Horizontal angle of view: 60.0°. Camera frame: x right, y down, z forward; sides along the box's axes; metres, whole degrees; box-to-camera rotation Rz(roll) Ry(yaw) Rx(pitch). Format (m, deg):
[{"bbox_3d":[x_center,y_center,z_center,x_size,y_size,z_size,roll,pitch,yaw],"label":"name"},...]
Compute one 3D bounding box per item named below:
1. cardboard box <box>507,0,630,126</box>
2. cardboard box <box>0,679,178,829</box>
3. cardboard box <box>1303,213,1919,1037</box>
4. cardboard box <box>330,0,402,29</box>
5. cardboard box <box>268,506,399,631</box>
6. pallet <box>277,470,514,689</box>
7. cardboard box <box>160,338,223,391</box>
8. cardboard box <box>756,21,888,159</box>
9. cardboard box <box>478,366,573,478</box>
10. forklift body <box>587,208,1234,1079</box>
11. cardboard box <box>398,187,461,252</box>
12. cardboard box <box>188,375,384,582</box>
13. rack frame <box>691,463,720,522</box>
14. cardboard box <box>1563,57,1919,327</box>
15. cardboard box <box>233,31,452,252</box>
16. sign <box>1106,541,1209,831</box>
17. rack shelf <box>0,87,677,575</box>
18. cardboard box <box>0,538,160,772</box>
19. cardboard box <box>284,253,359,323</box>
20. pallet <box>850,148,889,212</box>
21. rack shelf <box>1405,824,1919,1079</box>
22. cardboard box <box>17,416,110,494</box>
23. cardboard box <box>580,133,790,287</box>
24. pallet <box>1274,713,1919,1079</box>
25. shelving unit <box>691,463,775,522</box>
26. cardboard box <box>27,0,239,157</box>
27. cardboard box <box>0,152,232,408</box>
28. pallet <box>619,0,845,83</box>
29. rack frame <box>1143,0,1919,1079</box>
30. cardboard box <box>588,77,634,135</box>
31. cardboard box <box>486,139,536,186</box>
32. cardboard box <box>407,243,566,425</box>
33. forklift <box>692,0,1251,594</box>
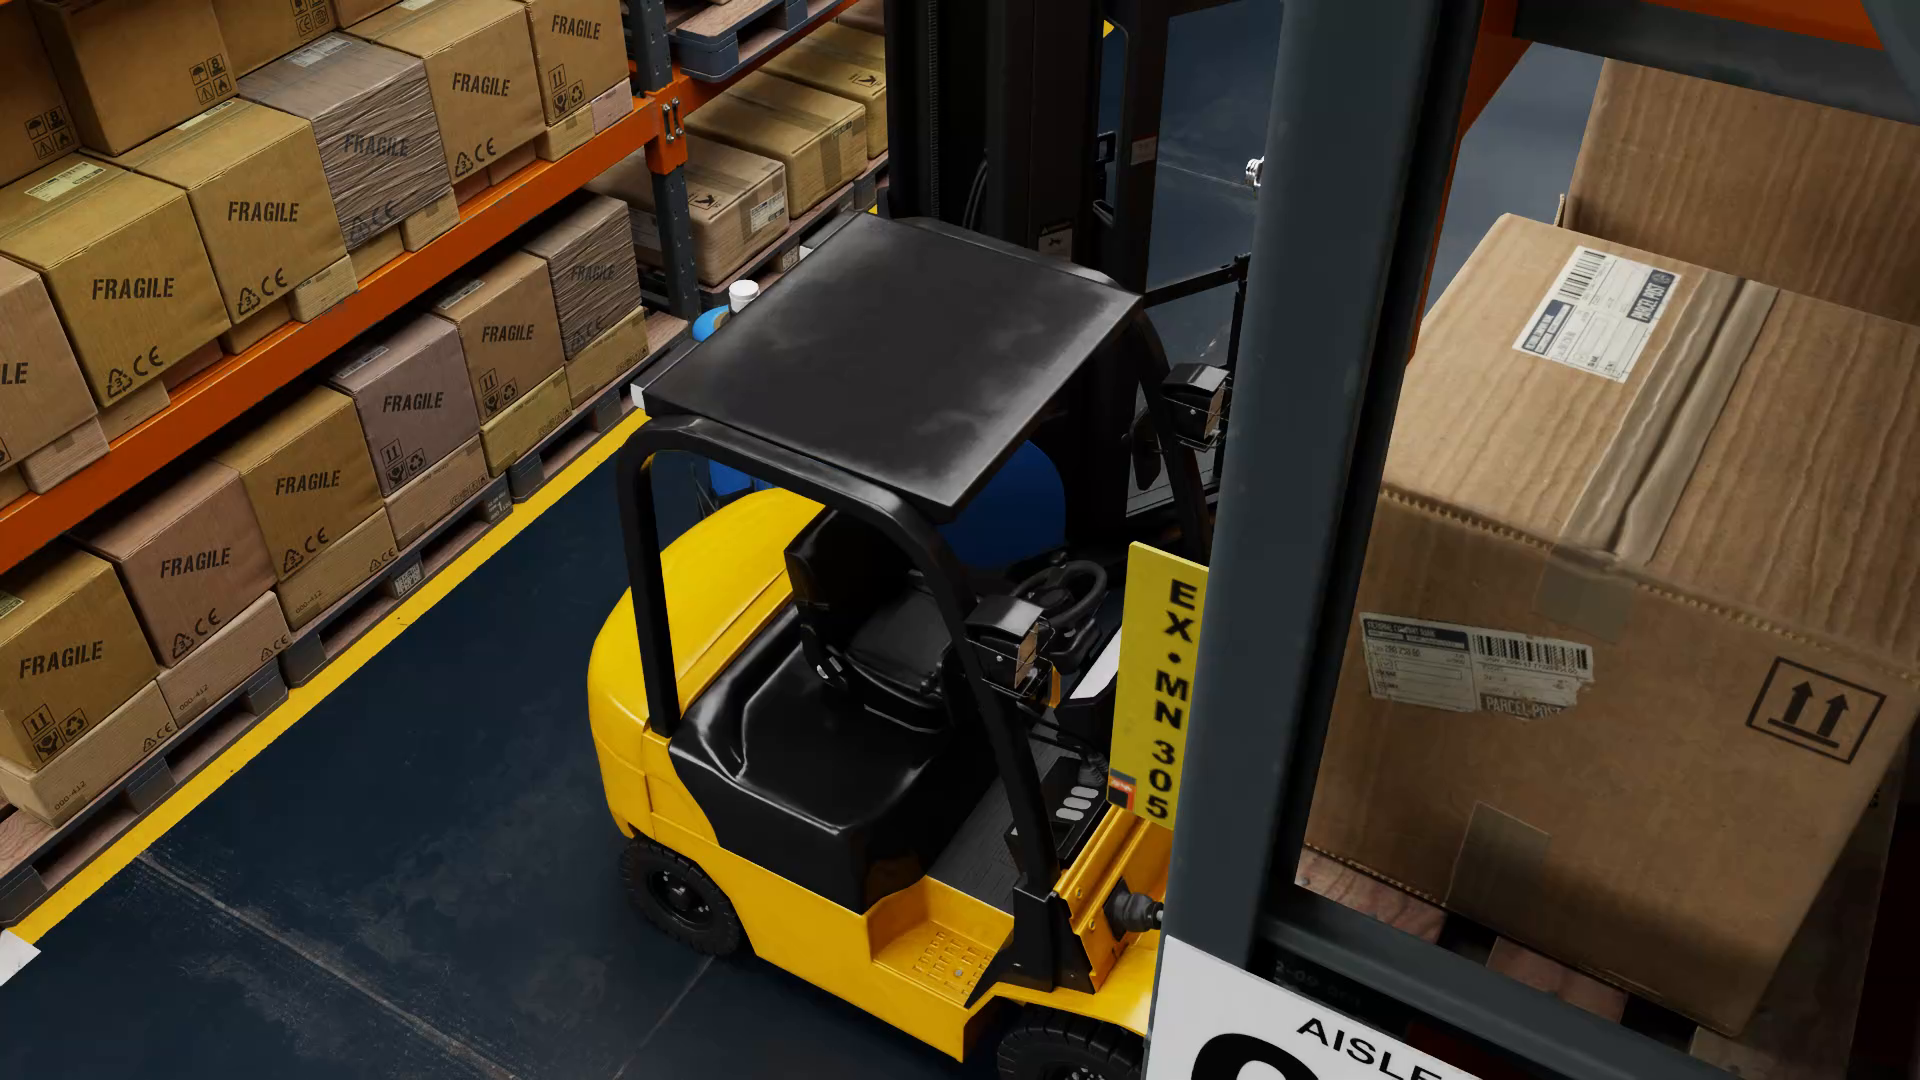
[{"bbox_3d":[-1.660,-1.985,6.434,0.500,0.500,0.500,20,45,21],"label":"cardboard box"},{"bbox_3d":[-3.011,0.620,5.539,0.500,0.250,0.500,21,45,22],"label":"cardboard box"},{"bbox_3d":[0.655,0.063,1.670,0.500,0.500,0.500,22,46,23],"label":"cardboard box"},{"bbox_3d":[-2.335,-2.232,5.958,0.700,0.500,0.500,21,46,22],"label":"cardboard box"},{"bbox_3d":[-2.487,0.014,6.227,0.500,0.250,0.500,24,47,25],"label":"cardboard box"},{"bbox_3d":[-2.568,-0.030,6.624,1.003,0.211,1.213,21,45,22],"label":"pallet"},{"bbox_3d":[-2.641,-0.650,5.409,0.380,0.149,0.250,22,46,23],"label":"cardboard box"},{"bbox_3d":[-0.689,-2.456,8.940,0.950,0.372,0.625,22,46,23],"label":"cardboard box"},{"bbox_3d":[-1.974,-0.563,6.883,0.500,0.250,0.500,20,45,21],"label":"cardboard box"},{"bbox_3d":[0.014,0.386,4.685,2.313,2.155,1.214,21,45,22],"label":"forklift body"},{"bbox_3d":[-2.055,-1.211,6.046,0.380,0.149,0.250,20,45,21],"label":"cardboard box"},{"bbox_3d":[-2.484,-0.260,5.971,0.500,0.500,0.500,22,46,23],"label":"cardboard box"},{"bbox_3d":[-0.860,0.146,5.904,0.006,0.900,0.240,-19,45,-21],"label":"rack frame"},{"bbox_3d":[1.255,-0.490,2.298,0.700,0.500,0.500,21,46,22],"label":"cardboard box"},{"bbox_3d":[-2.167,-1.390,5.758,0.500,0.500,0.500,22,46,23],"label":"cardboard box"},{"bbox_3d":[0.182,0.140,1.442,0.100,0.325,0.005,21,45,22],"label":"sign"},{"bbox_3d":[-2.654,-0.758,5.886,1.077,0.370,4.000,21,45,22],"label":"rack shelf"},{"bbox_3d":[-3.000,0.325,5.307,0.500,0.500,0.500,19,45,21],"label":"cardboard box"},{"bbox_3d":[-2.307,-0.916,5.710,0.380,0.149,0.250,21,46,22],"label":"cardboard box"},{"bbox_3d":[-0.655,-2.273,9.171,1.003,0.211,1.213,21,45,22],"label":"pallet"},{"bbox_3d":[1.646,-0.245,3.033,1.077,0.370,4.000,21,45,22],"label":"rack shelf"},{"bbox_3d":[-2.821,-0.320,5.034,0.380,0.149,0.250,22,46,23],"label":"cardboard box"},{"bbox_3d":[-1.392,-1.645,8.019,0.950,0.372,0.625,21,46,23],"label":"cardboard box"},{"bbox_3d":[1.021,0.267,1.975,1.003,0.211,1.213,21,45,22],"label":"pallet"},{"bbox_3d":[-0.771,0.114,5.939,0.210,0.900,0.258,-19,45,-21],"label":"shelving unit"},{"bbox_3d":[-2.792,-1.625,5.269,0.700,0.500,0.500,21,45,22],"label":"cardboard box"},{"bbox_3d":[-2.667,-0.802,5.090,0.500,0.500,0.500,20,45,21],"label":"cardboard box"},{"bbox_3d":[-1.144,-2.490,7.453,1.003,0.211,1.213,21,45,22],"label":"pallet"},{"bbox_3d":[0.645,-0.496,0.504,1.000,3.000,0.127,21,45,22],"label":"rack frame"},{"bbox_3d":[-1.550,-1.794,6.707,0.380,0.149,0.250,20,45,22],"label":"cardboard box"},{"bbox_3d":[-1.867,-1.525,6.403,0.380,0.149,0.250,21,46,22],"label":"cardboard box"},{"bbox_3d":[-1.969,-0.861,6.653,0.500,0.500,0.500,22,46,23],"label":"cardboard box"},{"bbox_3d":[0.555,-1.293,6.001,3.031,2.935,1.130,-19,45,-21],"label":"forklift"}]
